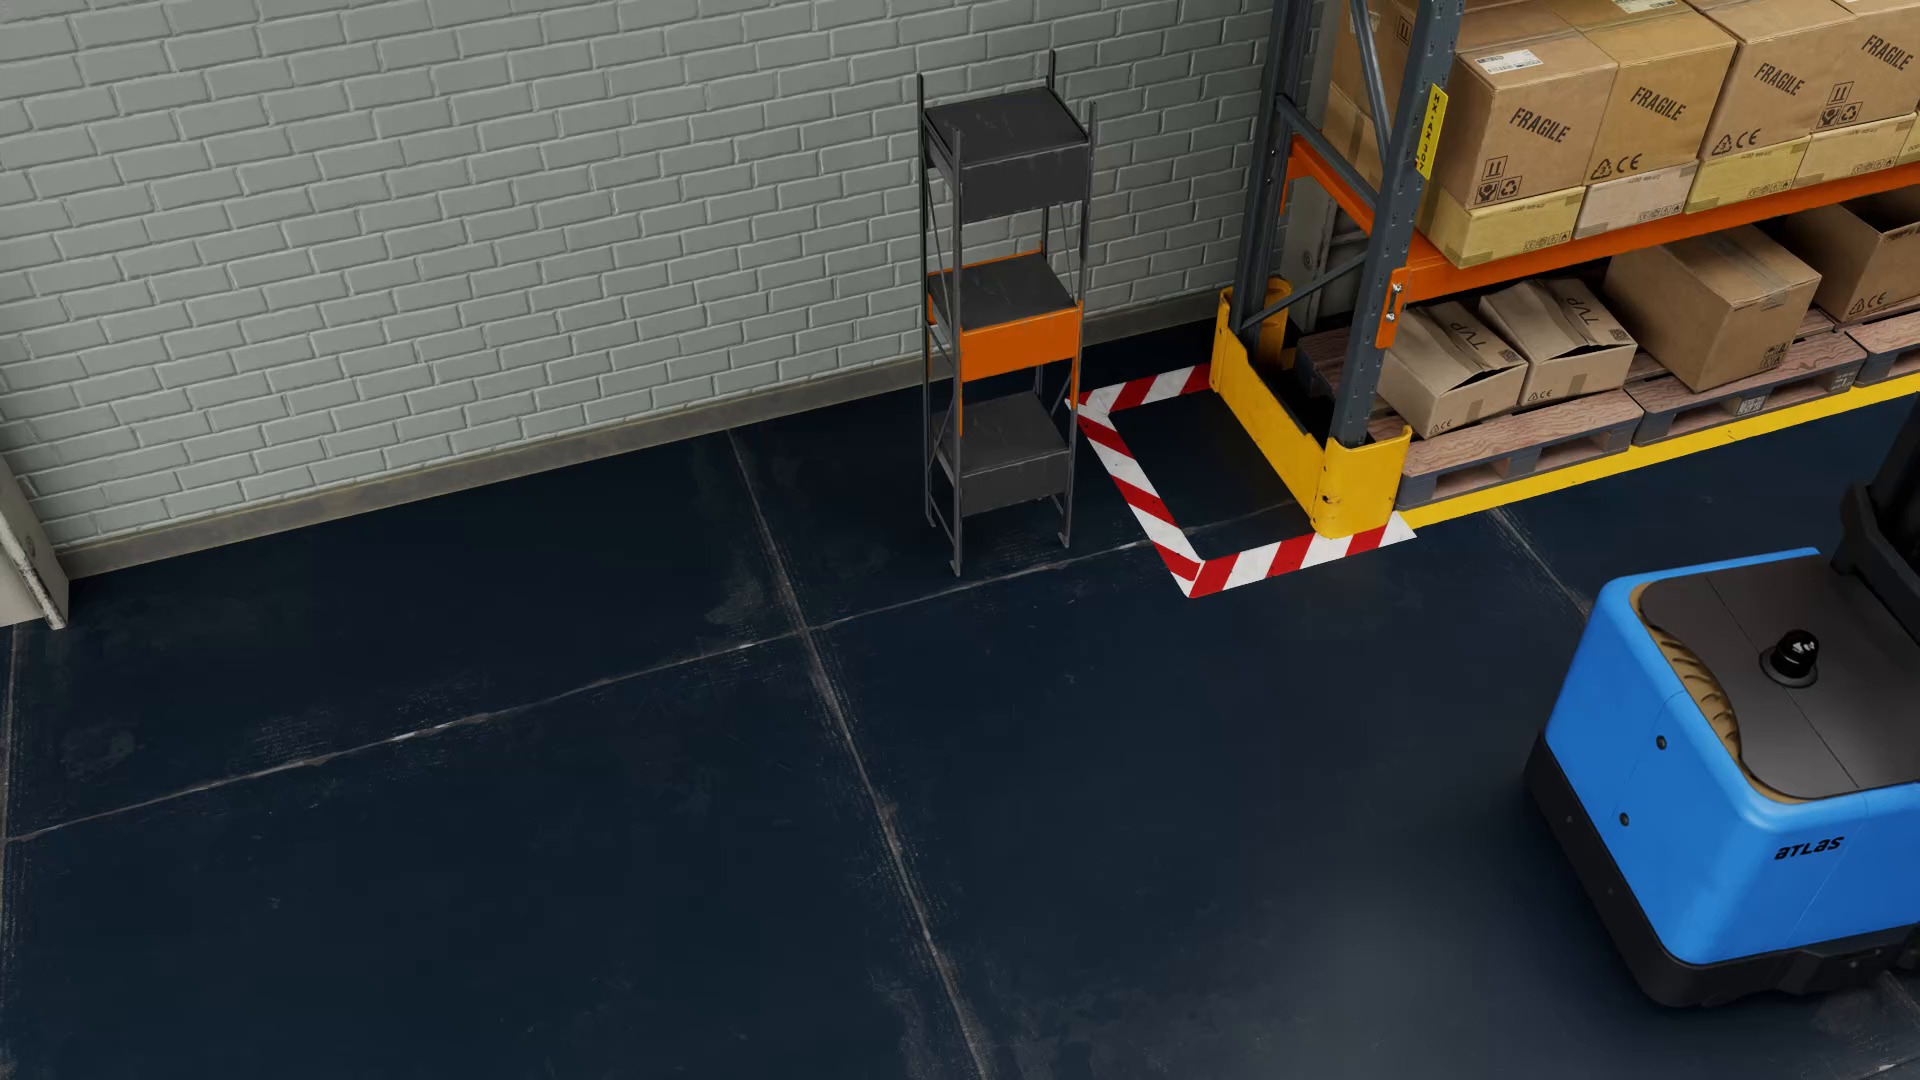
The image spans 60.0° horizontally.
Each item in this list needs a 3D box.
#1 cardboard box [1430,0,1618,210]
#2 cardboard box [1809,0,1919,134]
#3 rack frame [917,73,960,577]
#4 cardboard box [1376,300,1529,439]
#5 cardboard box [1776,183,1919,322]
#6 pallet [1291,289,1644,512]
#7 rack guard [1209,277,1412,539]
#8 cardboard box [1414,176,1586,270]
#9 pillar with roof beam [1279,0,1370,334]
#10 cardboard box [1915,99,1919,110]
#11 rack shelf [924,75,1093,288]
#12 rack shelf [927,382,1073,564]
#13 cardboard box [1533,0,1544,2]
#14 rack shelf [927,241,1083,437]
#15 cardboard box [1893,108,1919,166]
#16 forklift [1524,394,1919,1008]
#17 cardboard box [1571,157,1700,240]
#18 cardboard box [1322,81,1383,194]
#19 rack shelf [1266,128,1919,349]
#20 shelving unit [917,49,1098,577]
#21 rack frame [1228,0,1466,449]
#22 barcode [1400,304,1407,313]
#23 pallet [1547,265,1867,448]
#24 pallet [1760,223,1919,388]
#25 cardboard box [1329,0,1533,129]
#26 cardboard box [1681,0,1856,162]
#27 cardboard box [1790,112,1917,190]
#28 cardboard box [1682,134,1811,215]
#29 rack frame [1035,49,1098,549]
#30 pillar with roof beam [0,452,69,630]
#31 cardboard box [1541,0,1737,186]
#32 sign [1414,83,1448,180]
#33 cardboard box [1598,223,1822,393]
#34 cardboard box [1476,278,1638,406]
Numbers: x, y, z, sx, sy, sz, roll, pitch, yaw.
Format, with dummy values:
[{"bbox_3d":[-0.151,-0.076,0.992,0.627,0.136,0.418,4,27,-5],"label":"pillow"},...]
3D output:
[{"bbox_3d":[1.988,-1.596,6.094,0.500,0.500,0.500,-14,47,-14],"label":"cardboard box"},{"bbox_3d":[3.425,-1.960,6.457,0.500,0.500,0.500,-13,47,-13],"label":"cardboard box"},{"bbox_3d":[-0.074,-0.722,6.297,0.015,2.100,0.400,-14,47,-14],"label":"rack frame"},{"bbox_3d":[2.118,-0.775,7.301,0.500,0.311,0.500,-19,48,-18],"label":"cardboard box"},{"bbox_3d":[4.236,-1.421,7.812,0.500,0.500,0.500,-18,48,-17],"label":"cardboard box"},{"bbox_3d":[2.284,-0.668,7.576,1.213,0.211,1.003,-14,47,-14],"label":"pallet"},{"bbox_3d":[1.508,-0.598,7.302,0.348,0.500,1.175,-14,47,-14],"label":"rack guard"},{"bbox_3d":[2.003,-1.322,6.351,0.500,0.250,0.500,-16,47,-15],"label":"cardboard box"},{"bbox_3d":[3.263,-1.457,2.158,0.400,9.000,9.100,-14,47,-14],"label":"pillar with roof beam"},{"bbox_3d":[3.914,-2.086,6.582,0.500,0.500,0.500,-16,47,-15],"label":"cardboard box"},{"bbox_3d":[0.156,-1.266,5.869,0.480,0.518,0.431,-14,47,-14],"label":"rack shelf"},{"bbox_3d":[0.156,-0.277,6.861,0.480,0.518,0.431,-14,47,-14],"label":"rack shelf"},{"bbox_3d":[2.284,-2.051,6.548,0.500,0.500,0.500,-14,47,-13],"label":"cardboard box"},{"bbox_3d":[0.156,-0.771,6.365,0.480,0.518,0.431,-14,47,-14],"label":"rack shelf"},{"bbox_3d":[3.917,-1.817,6.844,0.500,0.250,0.500,-15,47,-14],"label":"cardboard box"},{"bbox_3d":[3.638,-0.024,5.014,3.031,2.935,1.130,-8,46,-8],"label":"forklift"},{"bbox_3d":[2.487,-1.457,6.485,0.500,0.250,0.500,-16,47,-15],"label":"cardboard box"},{"bbox_3d":[1.810,-1.658,6.686,0.500,0.250,0.500,-14,47,-13],"label":"cardboard box"},{"bbox_3d":[3.318,-1.689,7.133,4.000,0.370,1.077,-14,47,-14],"label":"rack shelf"},{"bbox_3d":[0.156,-0.781,6.355,0.503,2.100,0.431,-14,47,-14],"label":"shelving unit"},{"bbox_3d":[1.437,-1.462,6.399,0.127,3.000,1.000,-14,47,-14],"label":"rack frame"},{"bbox_3d":[1.999,-1.049,7.568,0.075,0.075,0.001,-14,47,-14],"label":"barcode"},{"bbox_3d":[3.430,-0.959,7.866,1.213,0.211,1.003,-14,47,-14],"label":"pallet"},{"bbox_3d":[4.579,-1.255,8.161,1.213,0.211,1.003,-14,47,-14],"label":"pallet"},{"bbox_3d":[1.808,-1.936,6.433,0.500,0.500,0.500,-15,47,-14],"label":"cardboard box"},{"bbox_3d":[2.944,-1.828,6.326,0.500,0.500,0.500,-16,47,-15],"label":"cardboard box"},{"bbox_3d":[3.444,-1.695,6.723,0.500,0.250,0.500,-14,47,-14],"label":"cardboard box"},{"bbox_3d":[2.968,-1.575,6.603,0.500,0.250,0.500,-15,47,-14],"label":"cardboard box"},{"bbox_3d":[0.385,-0.840,6.414,0.015,2.100,0.400,-14,47,-14],"label":"rack frame"},{"bbox_3d":[-2.381,-0.014,0.720,0.400,9.000,9.100,-14,47,-14],"label":"pillar with roof beam"},{"bbox_3d":[2.456,-1.708,6.206,0.500,0.500,0.500,-14,47,-14],"label":"cardboard box"},{"bbox_3d":[1.621,-1.406,5.732,0.005,0.325,0.100,-14,47,-14],"label":"sign"},{"bbox_3d":[3.361,-1.122,7.514,0.500,0.500,0.700,-17,48,-16],"label":"cardboard box"},{"bbox_3d":[2.654,-0.912,7.438,0.500,0.311,0.500,-11,46,-11],"label":"cardboard box"}]
